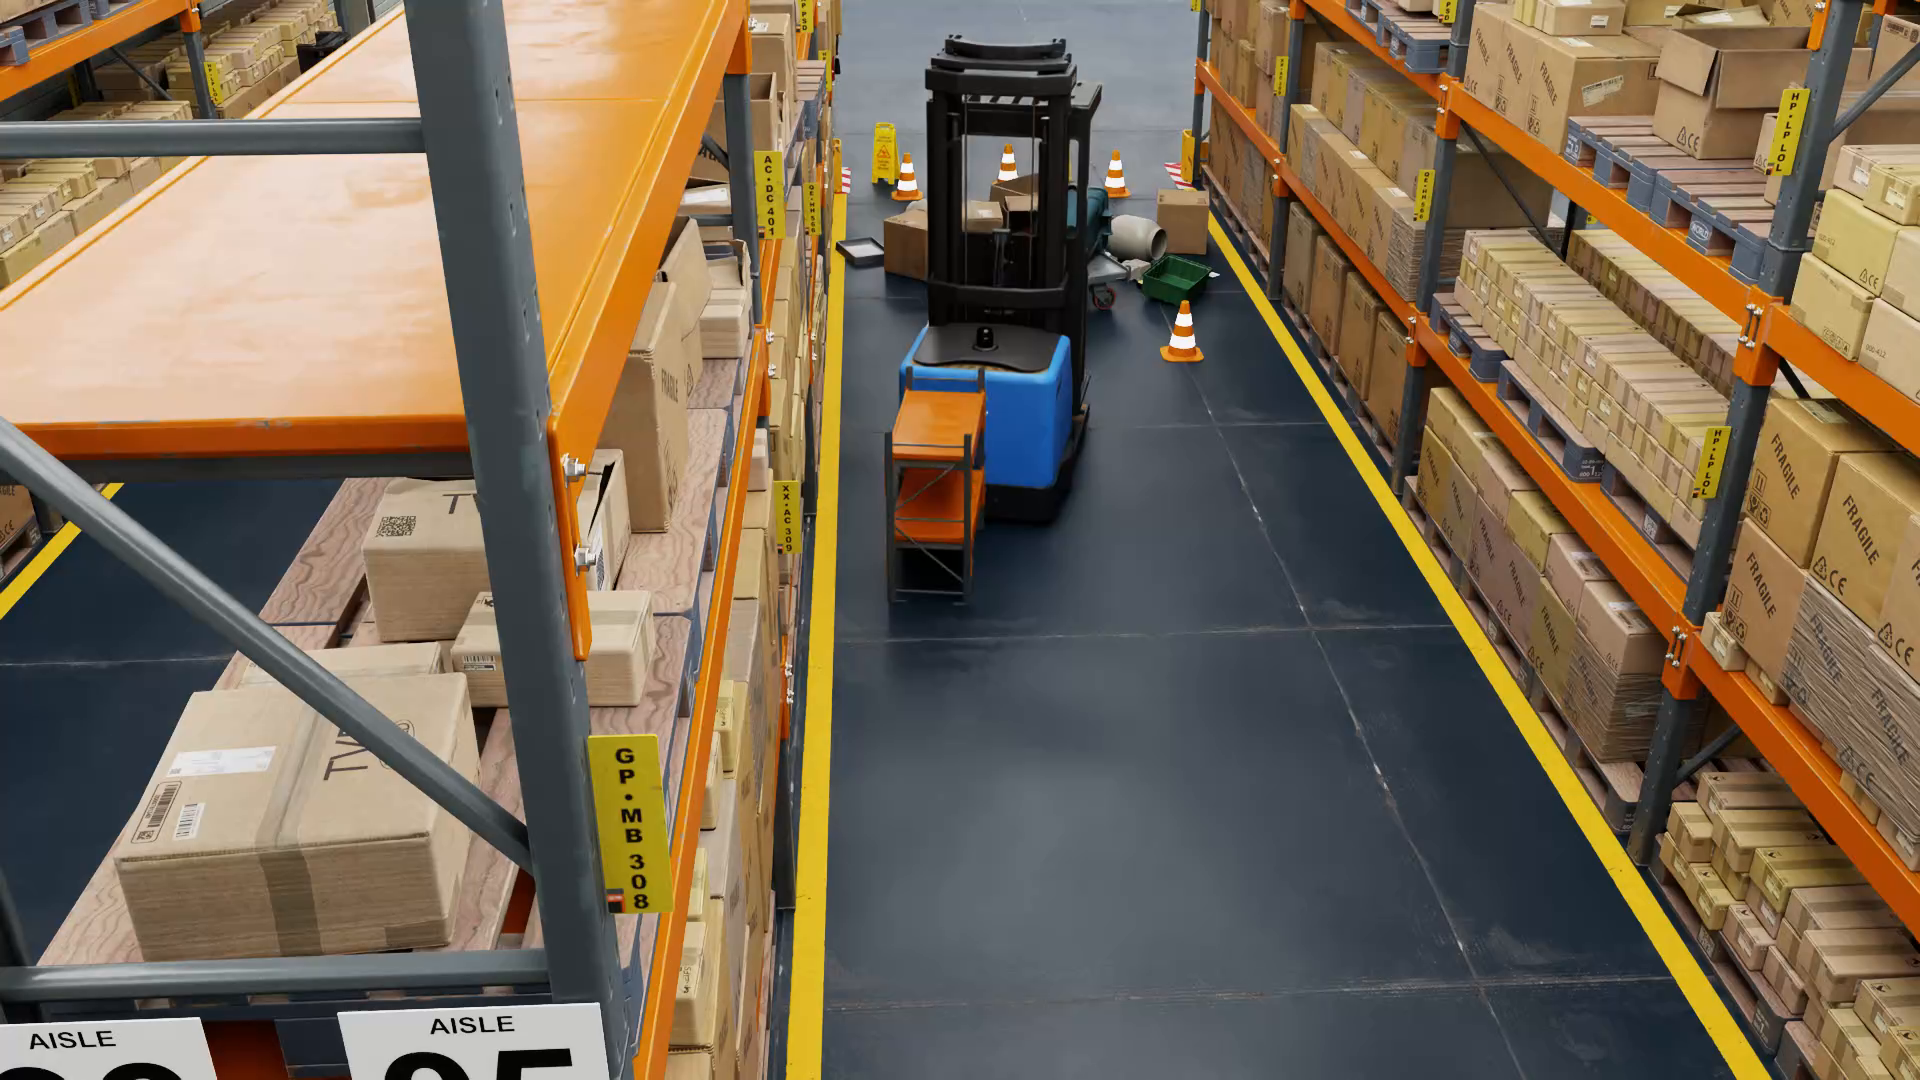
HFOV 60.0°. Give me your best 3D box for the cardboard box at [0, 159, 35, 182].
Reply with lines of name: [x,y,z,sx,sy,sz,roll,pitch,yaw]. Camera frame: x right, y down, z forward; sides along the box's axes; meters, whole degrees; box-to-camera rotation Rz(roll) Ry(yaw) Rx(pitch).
cardboard box: [-6.735,-2.569,11.684,0.380,0.149,0.250,-1,28,-1]

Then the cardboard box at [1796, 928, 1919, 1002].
cardboard box: [3.483,1.638,6.413,0.380,0.149,0.250,-1,28,-2]

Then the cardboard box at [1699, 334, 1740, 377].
cardboard box: [4.057,-0.952,8.568,0.380,0.149,0.250,0,28,-1]

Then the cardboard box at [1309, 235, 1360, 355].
cardboard box: [3.438,-1.977,13.337,1.050,0.750,0.750,-1,28,-3]

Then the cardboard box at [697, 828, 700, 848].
cardboard box: [-0.867,0.761,4.219,0.380,0.149,0.250,-1,28,-2]

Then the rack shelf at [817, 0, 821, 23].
rack shelf: [-1.773,-5.286,15.238,1.077,0.370,4.000,-1,28,-3]

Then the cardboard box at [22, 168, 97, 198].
cardboard box: [-6.217,-2.465,11.485,0.380,0.149,0.250,-1,28,-2]

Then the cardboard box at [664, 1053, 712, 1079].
cardboard box: [-0.783,1.474,3.553,0.500,0.500,0.500,-2,28,-4]

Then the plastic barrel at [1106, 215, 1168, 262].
plastic barrel: [1.678,-2.862,15.843,0.512,0.421,0.421,19,33,32]

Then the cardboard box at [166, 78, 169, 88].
cardboard box: [-6.952,-3.941,14.316,0.380,0.149,0.250,-1,28,-1]

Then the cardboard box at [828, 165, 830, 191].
cardboard box: [-1.470,-3.177,15.369,0.500,0.500,0.500,0,28,-1]

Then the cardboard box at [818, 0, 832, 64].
cardboard box: [-1.480,-4.416,14.525,0.700,0.500,0.500,-1,28,-2]

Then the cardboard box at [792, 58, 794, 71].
cardboard box: [-1.039,-2.333,8.490,0.396,0.266,0.258,-2,28,-4]

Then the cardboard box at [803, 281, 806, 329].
cardboard box: [-1.181,-1.442,9.955,0.500,0.250,0.500,-1,28,-3]

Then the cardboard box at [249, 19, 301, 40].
cardboard box: [-6.439,-4.794,15.629,0.380,0.149,0.250,-1,28,-2]

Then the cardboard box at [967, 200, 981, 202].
cardboard box: [0.208,-3.379,17.129,0.380,0.149,0.250,13,30,24]

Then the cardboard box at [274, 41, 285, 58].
cardboard box: [-6.522,-4.547,15.476,0.380,0.149,0.250,-2,28,-3]

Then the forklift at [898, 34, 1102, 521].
forklift: [0.365,-2.083,11.636,1.130,2.935,3.031,5,28,9]

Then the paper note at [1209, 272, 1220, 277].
paper note: [2.330,-2.490,15.553,0.147,0.020,0.142,-23,35,-37]

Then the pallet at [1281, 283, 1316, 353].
pallet: [3.385,-1.927,14.279,1.003,0.211,1.213,-1,28,-3]

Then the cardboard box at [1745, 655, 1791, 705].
cardboard box: [3.462,0.544,6.797,0.380,0.149,0.250,-1,28,-1]

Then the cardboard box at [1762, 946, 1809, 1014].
cardboard box: [3.527,1.783,6.779,0.380,0.149,0.250,-2,28,-4]

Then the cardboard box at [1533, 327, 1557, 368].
cardboard box: [3.371,-1.055,9.086,0.380,0.149,0.250,-2,28,-3]

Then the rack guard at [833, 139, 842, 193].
rack guard: [-1.874,-4.056,18.047,1.175,0.500,0.348,-1,28,-3]

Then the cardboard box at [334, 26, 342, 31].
cardboard box: [-6.547,-4.901,16.857,0.500,0.500,0.500,-2,28,-4]

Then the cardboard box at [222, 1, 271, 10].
cardboard box: [-7.079,-5.257,16.516,0.380,0.149,0.250,0,28,-1]

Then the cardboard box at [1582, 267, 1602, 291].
cardboard box: [3.974,-1.537,10.011,0.380,0.149,0.250,0,28,-1]

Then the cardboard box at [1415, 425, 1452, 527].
cardboard box: [3.260,-0.416,10.615,0.500,0.500,0.500,-3,28,-5]

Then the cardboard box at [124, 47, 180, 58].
cardboard box: [-7.019,-4.187,14.465,0.380,0.149,0.250,-2,28,-4]

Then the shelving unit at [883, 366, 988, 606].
shelving unit: [-0.138,-0.350,10.266,0.538,1.125,1.048,2,28,5]

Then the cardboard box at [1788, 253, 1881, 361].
cardboard box: [3.447,-0.867,6.149,0.500,0.250,0.500,0,28,0]

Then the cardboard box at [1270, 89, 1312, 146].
cardboard box: [3.238,-3.755,14.605,0.875,0.550,0.550,-1,28,-3]

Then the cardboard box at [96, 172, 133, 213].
cardboard box: [-6.282,-2.458,11.902,0.500,0.250,0.500,-1,28,-2]

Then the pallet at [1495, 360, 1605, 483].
pallet: [3.622,-0.672,9.065,1.003,0.211,1.213,-1,28,-3]

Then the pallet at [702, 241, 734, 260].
pallet: [-1.348,-1.325,7.071,0.805,0.209,1.217,-2,28,-5]

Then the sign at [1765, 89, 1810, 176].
sign: [3.133,-1.542,6.297,0.100,0.325,0.005,-1,28,-3]

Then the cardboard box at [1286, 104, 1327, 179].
cardboard box: [3.028,-3.313,13.812,0.500,0.500,0.500,-1,28,-2]

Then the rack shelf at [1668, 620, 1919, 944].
rack shelf: [3.791,1.419,5.625,1.077,0.370,4.000,-1,28,-3]

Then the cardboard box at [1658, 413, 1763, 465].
cardboard box: [3.456,-0.467,7.638,0.380,0.149,0.250,-2,28,-4]

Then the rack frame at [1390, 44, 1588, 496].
rack frame: [3.478,-1.671,10.772,1.000,3.000,0.127,-1,28,-3]

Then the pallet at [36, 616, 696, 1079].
pallet: [-1.092,0.557,3.353,1.003,0.211,1.213,-1,28,-3]

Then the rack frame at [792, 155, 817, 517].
rack frame: [-1.460,-1.504,10.453,1.000,3.000,0.127,-1,28,-3]

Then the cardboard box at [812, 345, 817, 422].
cardboard box: [-1.526,-1.127,12.117,0.950,0.372,0.625,-2,28,-4]

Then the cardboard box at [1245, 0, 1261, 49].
cardboard box: [3.213,-4.983,15.792,0.875,0.550,0.500,-1,28,-3]

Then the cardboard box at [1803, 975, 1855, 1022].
cardboard box: [3.540,1.776,6.470,0.380,0.149,0.250,0,28,0]

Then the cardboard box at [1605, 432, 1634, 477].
cardboard box: [3.430,-0.428,8.206,0.380,0.149,0.250,-3,28,-5]

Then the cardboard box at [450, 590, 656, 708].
cardboard box: [-0.870,0.233,3.588,0.380,0.149,0.250,0,28,-1]

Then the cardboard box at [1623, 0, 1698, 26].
cardboard box: [3.800,-2.967,9.078,0.396,0.266,0.258,-1,28,-3]

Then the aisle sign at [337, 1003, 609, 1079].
aisle sign: [-0.749,1.064,2.718,0.394,0.787,0.004,-1,28,-3]

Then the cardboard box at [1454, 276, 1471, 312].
cardboard box: [3.300,-1.534,10.327,0.380,0.149,0.250,-2,28,-3]

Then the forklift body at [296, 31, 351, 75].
forklift body: [-4.914,-3.869,15.905,2.313,2.155,1.214,-1,28,-3]

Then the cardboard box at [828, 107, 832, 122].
cardboard box: [-1.489,-4.255,16.733,0.380,0.149,0.250,-1,28,-1]

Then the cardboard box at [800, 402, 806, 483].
cardboard box: [-1.067,-0.507,8.704,0.500,0.250,0.500,-2,28,-3]

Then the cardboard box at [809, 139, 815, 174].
cardboard box: [-1.368,-3.039,12.511,0.500,0.500,0.500,0,28,-1]

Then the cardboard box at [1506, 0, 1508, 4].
cardboard box: [3.660,-3.531,10.630,0.500,0.311,0.500,-1,28,-3]

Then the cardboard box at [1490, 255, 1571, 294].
cardboard box: [3.334,-1.554,9.722,0.380,0.149,0.250,-2,28,-3]
